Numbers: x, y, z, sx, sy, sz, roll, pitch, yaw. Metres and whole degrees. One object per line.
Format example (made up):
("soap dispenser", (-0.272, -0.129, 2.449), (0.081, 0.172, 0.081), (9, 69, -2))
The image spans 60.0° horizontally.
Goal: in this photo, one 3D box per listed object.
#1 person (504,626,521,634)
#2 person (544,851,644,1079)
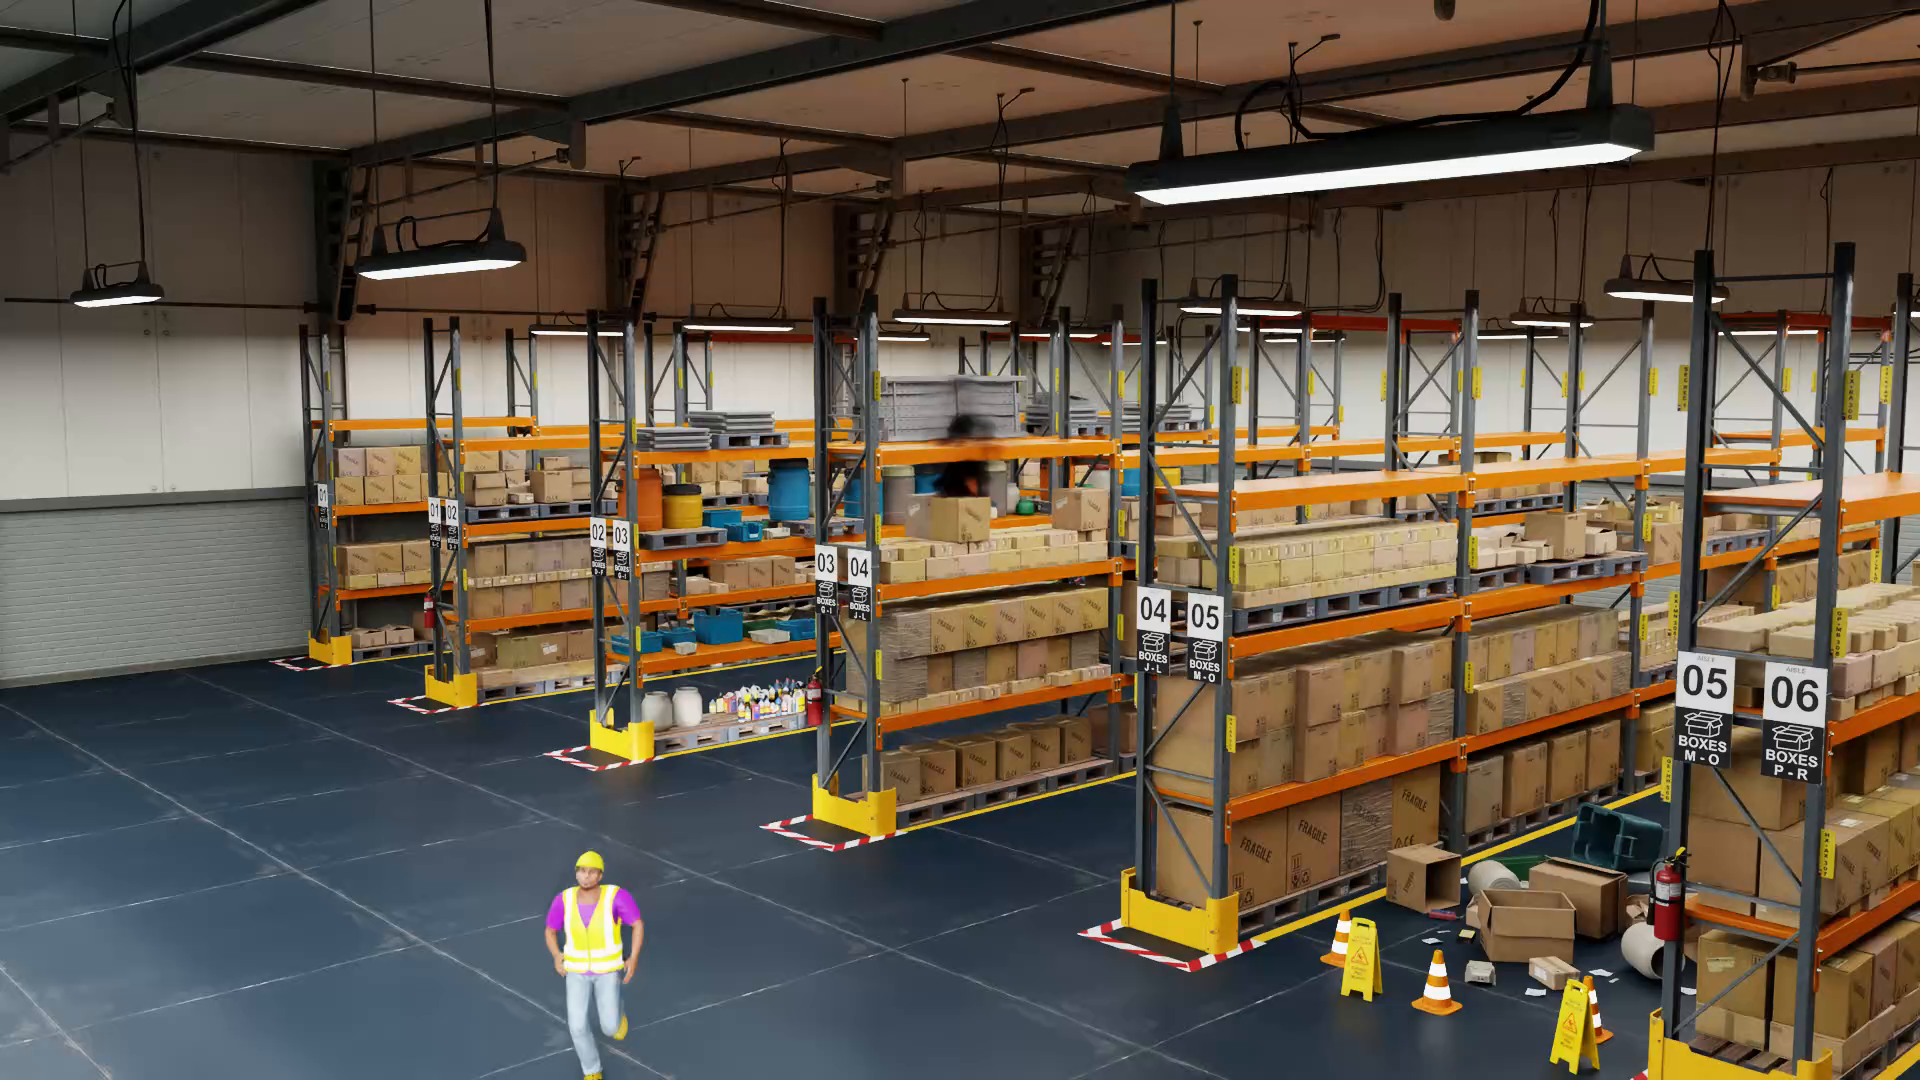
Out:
("person", (-7.773, 1.438, 28.820), (0.556, 1.626, 0.520), (6, 8, 45))
("person", (-2.674, 3.101, 12.146), (0.720, 1.706, 0.661), (0, 6, -5))
